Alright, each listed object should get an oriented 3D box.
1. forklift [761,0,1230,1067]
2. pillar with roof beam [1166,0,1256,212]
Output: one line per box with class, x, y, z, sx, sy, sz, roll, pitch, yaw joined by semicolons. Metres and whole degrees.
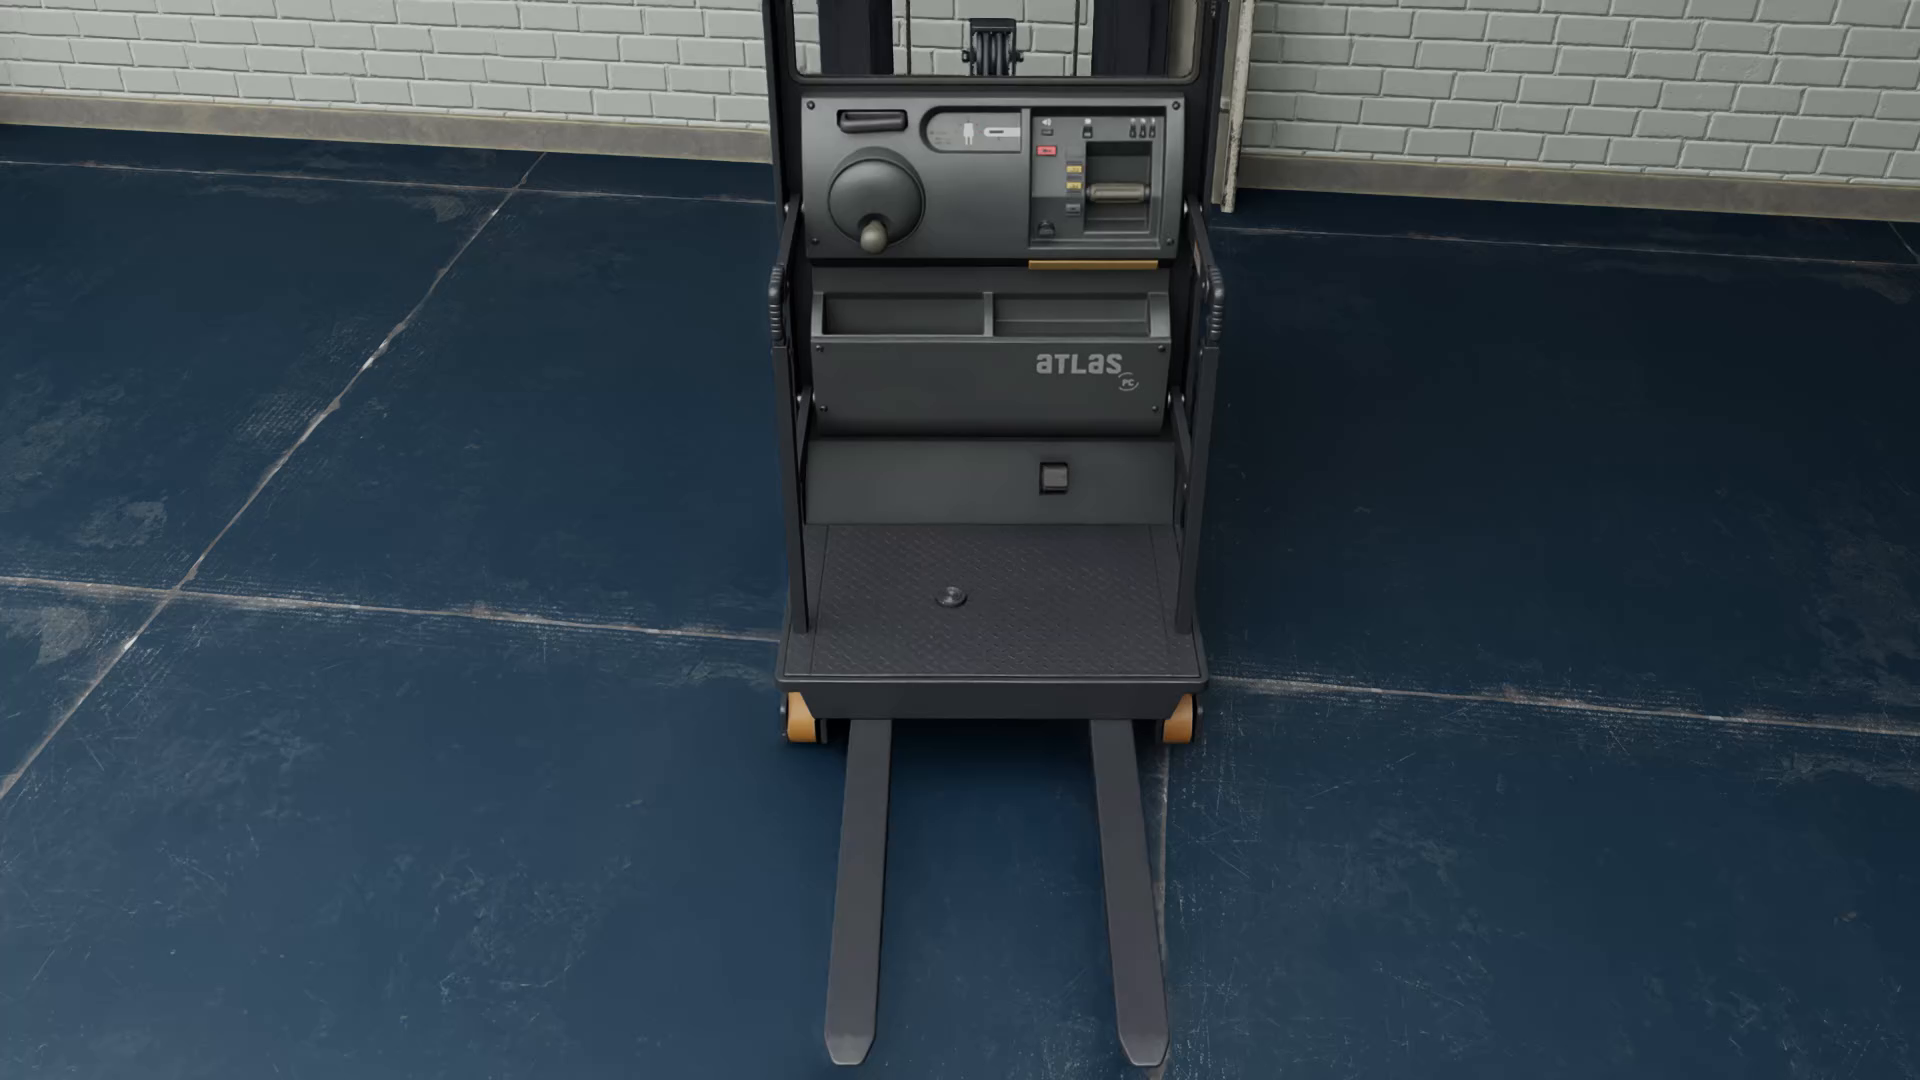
forklift;0.082;-0.826;3.884;1.130;2.935;3.031;0;36;0
pillar with roof beam;0.471;-2.714;1.306;0.400;9.000;9.100;4;36;6
